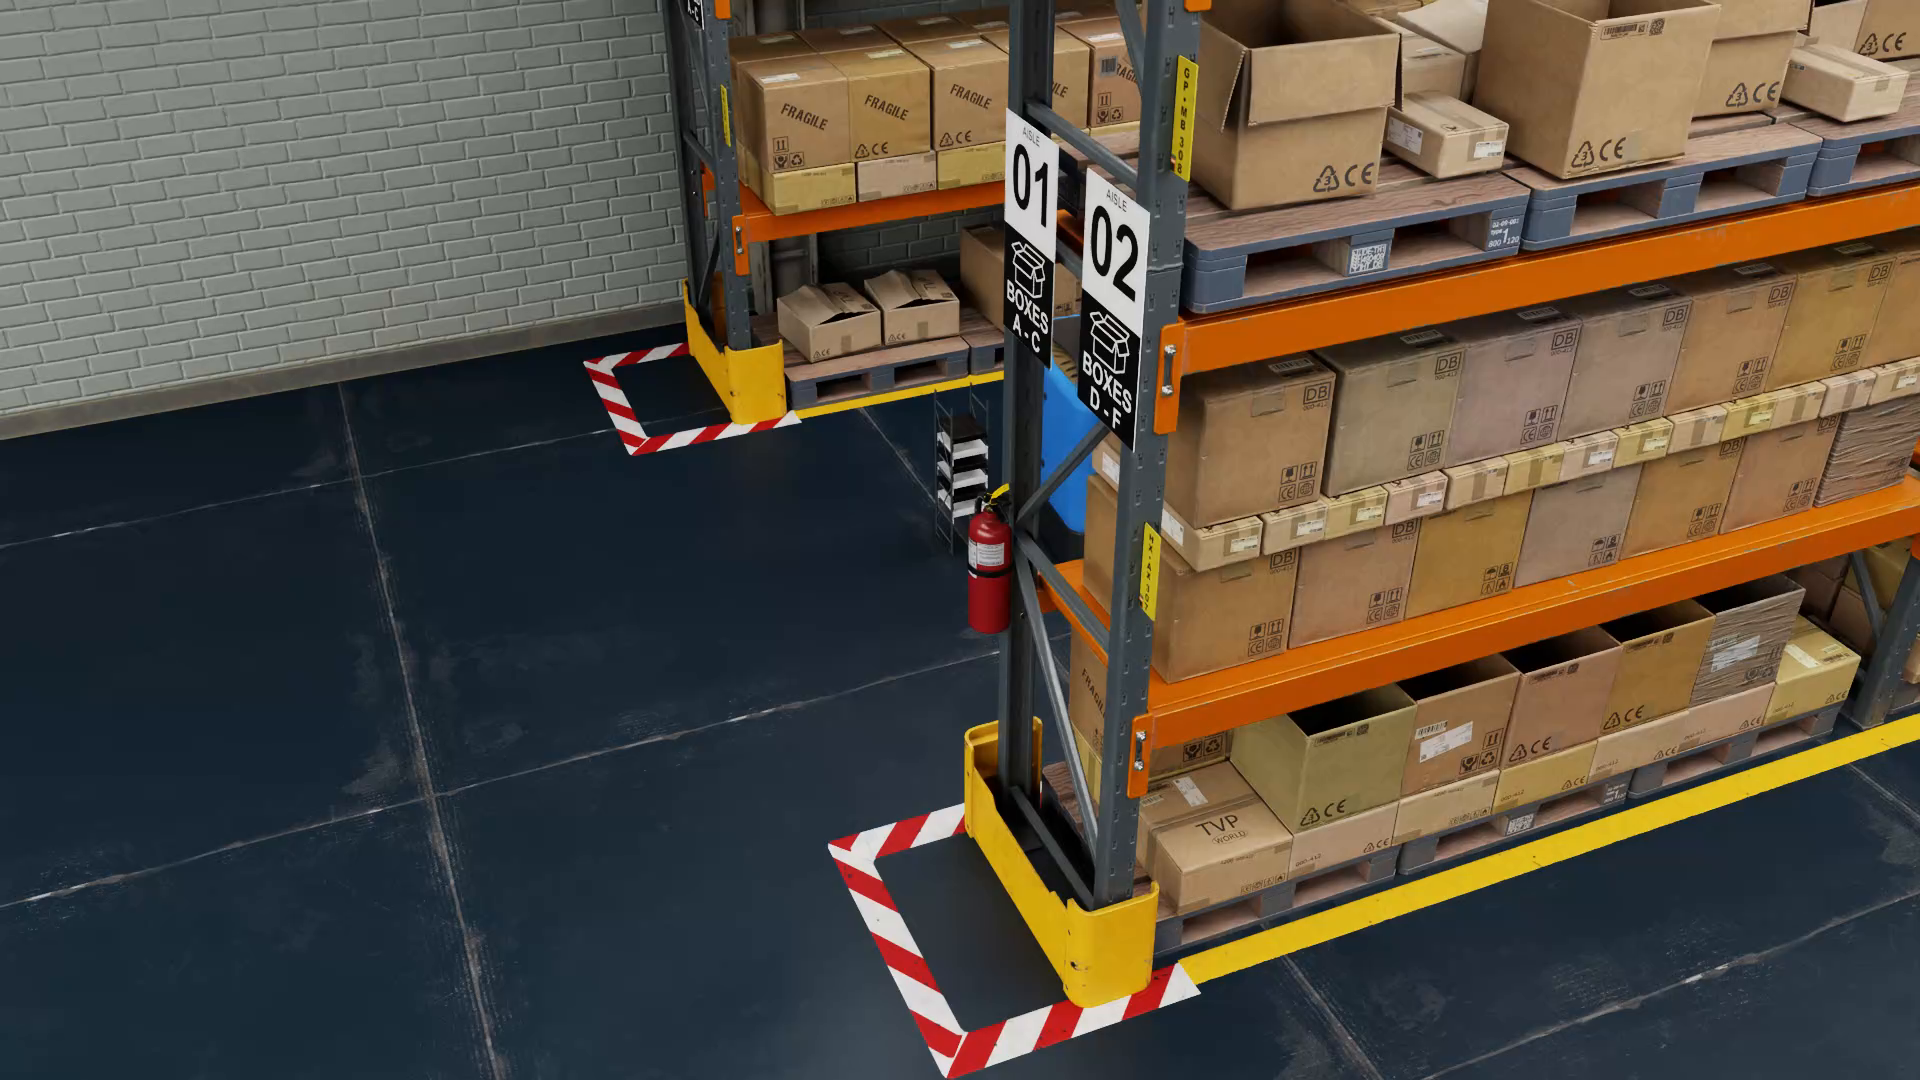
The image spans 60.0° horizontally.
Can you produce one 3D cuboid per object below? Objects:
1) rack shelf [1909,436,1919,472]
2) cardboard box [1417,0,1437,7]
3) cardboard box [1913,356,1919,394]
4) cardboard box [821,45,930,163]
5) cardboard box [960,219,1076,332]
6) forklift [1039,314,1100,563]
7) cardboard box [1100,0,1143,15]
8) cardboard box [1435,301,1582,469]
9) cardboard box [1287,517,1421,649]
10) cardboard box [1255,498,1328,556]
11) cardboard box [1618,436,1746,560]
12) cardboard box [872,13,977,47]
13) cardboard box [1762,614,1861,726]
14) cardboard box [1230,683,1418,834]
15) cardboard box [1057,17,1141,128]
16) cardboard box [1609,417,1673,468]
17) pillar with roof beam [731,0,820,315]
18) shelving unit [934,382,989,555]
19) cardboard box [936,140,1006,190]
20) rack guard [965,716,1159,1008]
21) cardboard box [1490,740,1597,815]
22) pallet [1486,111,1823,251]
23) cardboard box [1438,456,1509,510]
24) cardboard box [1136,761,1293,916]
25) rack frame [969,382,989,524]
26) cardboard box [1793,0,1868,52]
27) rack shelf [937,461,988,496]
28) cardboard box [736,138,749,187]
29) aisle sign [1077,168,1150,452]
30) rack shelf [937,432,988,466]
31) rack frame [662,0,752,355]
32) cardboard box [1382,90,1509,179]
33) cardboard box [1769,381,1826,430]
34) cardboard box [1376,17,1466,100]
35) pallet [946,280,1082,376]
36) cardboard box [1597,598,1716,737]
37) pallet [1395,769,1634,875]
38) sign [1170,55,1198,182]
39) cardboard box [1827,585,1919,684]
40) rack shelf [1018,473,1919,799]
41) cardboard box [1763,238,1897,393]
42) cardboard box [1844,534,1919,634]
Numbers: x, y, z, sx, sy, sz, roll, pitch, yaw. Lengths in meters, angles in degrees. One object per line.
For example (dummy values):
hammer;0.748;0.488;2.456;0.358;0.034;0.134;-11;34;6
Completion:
rack shelf;5.938;-0.745;8.222;4.000;0.370;1.077;-13;35;-19
cardboard box;3.174;-3.546;11.372;0.500;0.500;0.700;-9;34;-14
cardboard box;3.927;-0.773;6.919;0.250;0.149;0.380;-13;35;-19
cardboard box;-0.499;-2.579;9.813;0.500;0.500;0.500;-13;35;-19
cardboard box;0.379;-1.758;11.007;0.500;0.500;0.700;-15;36;-22
forklift;1.850;-1.514;8.808;3.031;2.935;1.130;-10;34;-16
cardboard box;1.181;-3.273;10.879;0.500;0.500;0.500;-13;35;-19
cardboard box;1.838;-0.689;6.196;0.500;0.500;0.700;-13;35;-19
cardboard box;1.324;-0.027;6.368;0.500;0.500;0.700;-12;35;-18
cardboard box;1.094;-0.125;5.924;0.250;0.149;0.380;-14;36;-20
cardboard box;2.740;-0.351;6.865;0.500;0.500;0.700;-12;35;-18
cardboard box;-0.220;-2.949;10.381;0.500;0.500;0.500;-14;36;-20
cardboard box;3.751;0.560;7.693;0.500;0.250;0.500;-13;35;-19
cardboard box;1.447;0.774;6.676;0.500;0.500;0.500;-13;35;-19
cardboard box;0.931;-2.910;10.321;0.500;0.500;0.500;-14;36;-20
cardboard box;2.511;-0.448;6.420;0.250;0.149;0.380;-12;35;-17
pillar with roof beam;0.462;-3.203;5.839;0.400;9.000;9.100;-13;35;-19
shelving unit;0.007;-0.379;8.925;0.210;0.900;0.258;-13;35;-19
cardboard box;0.003;-2.380;10.195;0.500;0.250;0.500;-13;35;-20
rack guard;0.384;1.273;6.753;0.348;0.500;1.175;-13;35;-19
cardboard box;2.370;0.879;7.202;0.500;0.250;0.500;-13;35;-19
pallet;2.195;-1.396;5.894;1.213;0.211;1.003;-13;35;-19
cardboard box;1.803;-0.287;6.172;0.250;0.149;0.380;-14;36;-21
cardboard box;0.987;1.195;6.717;0.500;0.250;0.500;-13;35;-19
rack frame;0.101;-0.400;8.958;0.006;0.900;0.240;-13;35;-19
cardboard box;3.030;-1.991;6.296;0.500;0.311;0.500;-15;36;-22
rack shelf;0.007;-0.351;8.943;0.200;0.077;0.258;-13;35;-19
cardboard box;-1.159;-2.412;10.243;0.500;0.250;0.500;-12;35;-18
aisle sign;0.464;-0.702;5.112;0.004;0.787;0.394;-13;35;-19
rack shelf;0.008;-0.502;8.845;0.200;0.077;0.258;-13;35;-19
rack frame;-1.515;-2.270;9.906;0.127;3.000;1.000;-13;35;-19
cardboard box;1.559;-1.326;5.422;0.250;0.149;0.380;-13;35;-19
cardboard box;3.216;-0.609;6.668;0.250;0.149;0.380;-13;35;-19
cardboard box;1.366;-1.585;5.727;0.500;0.250;0.500;-13;35;-19
pallet;0.441;-1.526;11.320;1.213;0.211;1.003;-13;35;-19
cardboard box;2.826;0.453;7.170;0.500;0.500;0.500;-13;35;-19
pallet;2.218;0.951;7.513;1.213;0.211;1.003;-13;35;-19
sign;0.616;-1.156;4.570;0.005;0.325;0.100;-13;35;-19
cardboard box;4.562;0.392;7.952;0.500;0.250;0.500;-14;35;-20
rack shelf;2.250;0.099;6.924;4.000;0.370;1.077;-13;35;-19
cardboard box;3.222;-1.006;6.682;0.500;0.500;0.700;-13;35;-19
cardboard box;4.572;0.155;7.801;0.500;0.311;0.500;-13;35;-19
